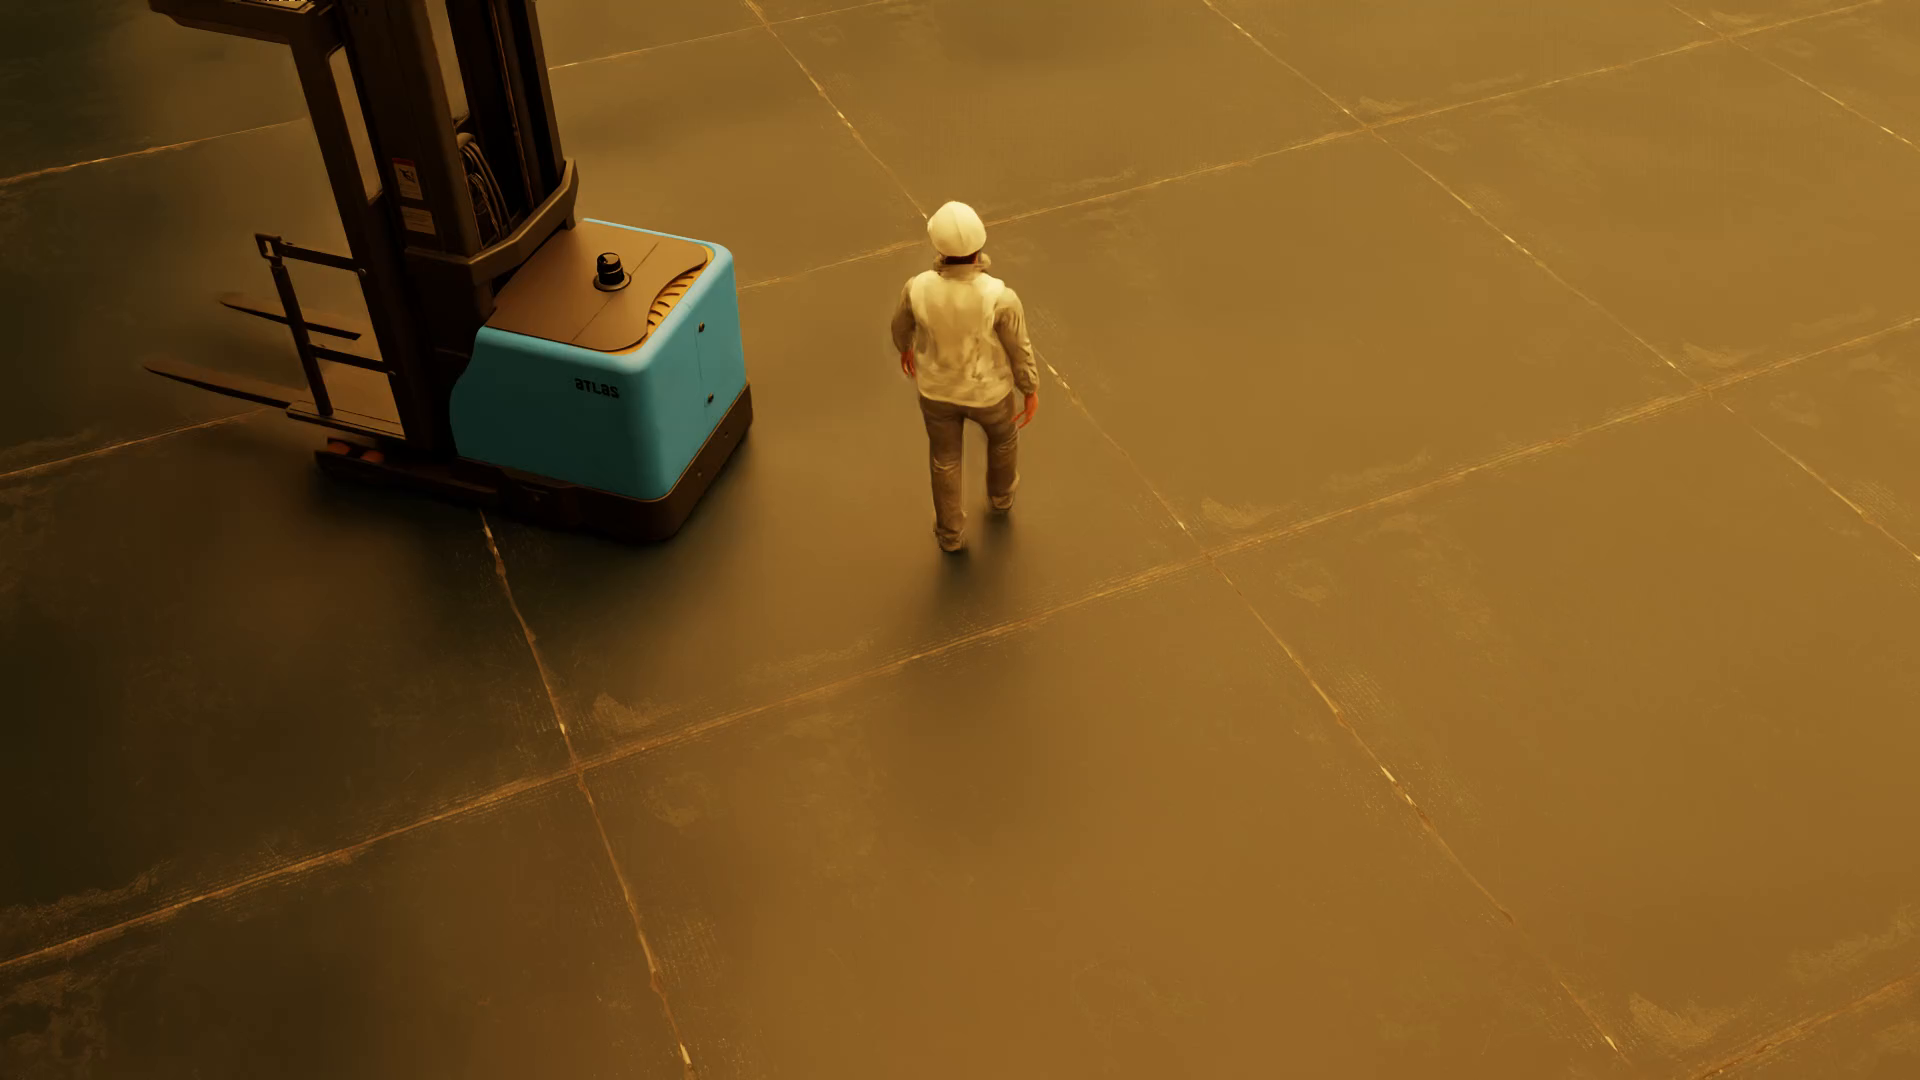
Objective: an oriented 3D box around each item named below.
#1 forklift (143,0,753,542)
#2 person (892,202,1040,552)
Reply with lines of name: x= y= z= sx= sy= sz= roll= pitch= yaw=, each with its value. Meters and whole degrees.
forklift: x=-2.615 y=-1.672 z=7.471 sx=3.031 sy=2.935 sz=1.130 roll=13 pitch=45 yaw=14
person: x=0.047 y=-0.778 z=7.383 sx=0.669 sy=1.759 sz=0.652 roll=8 pitch=44 yaw=8
